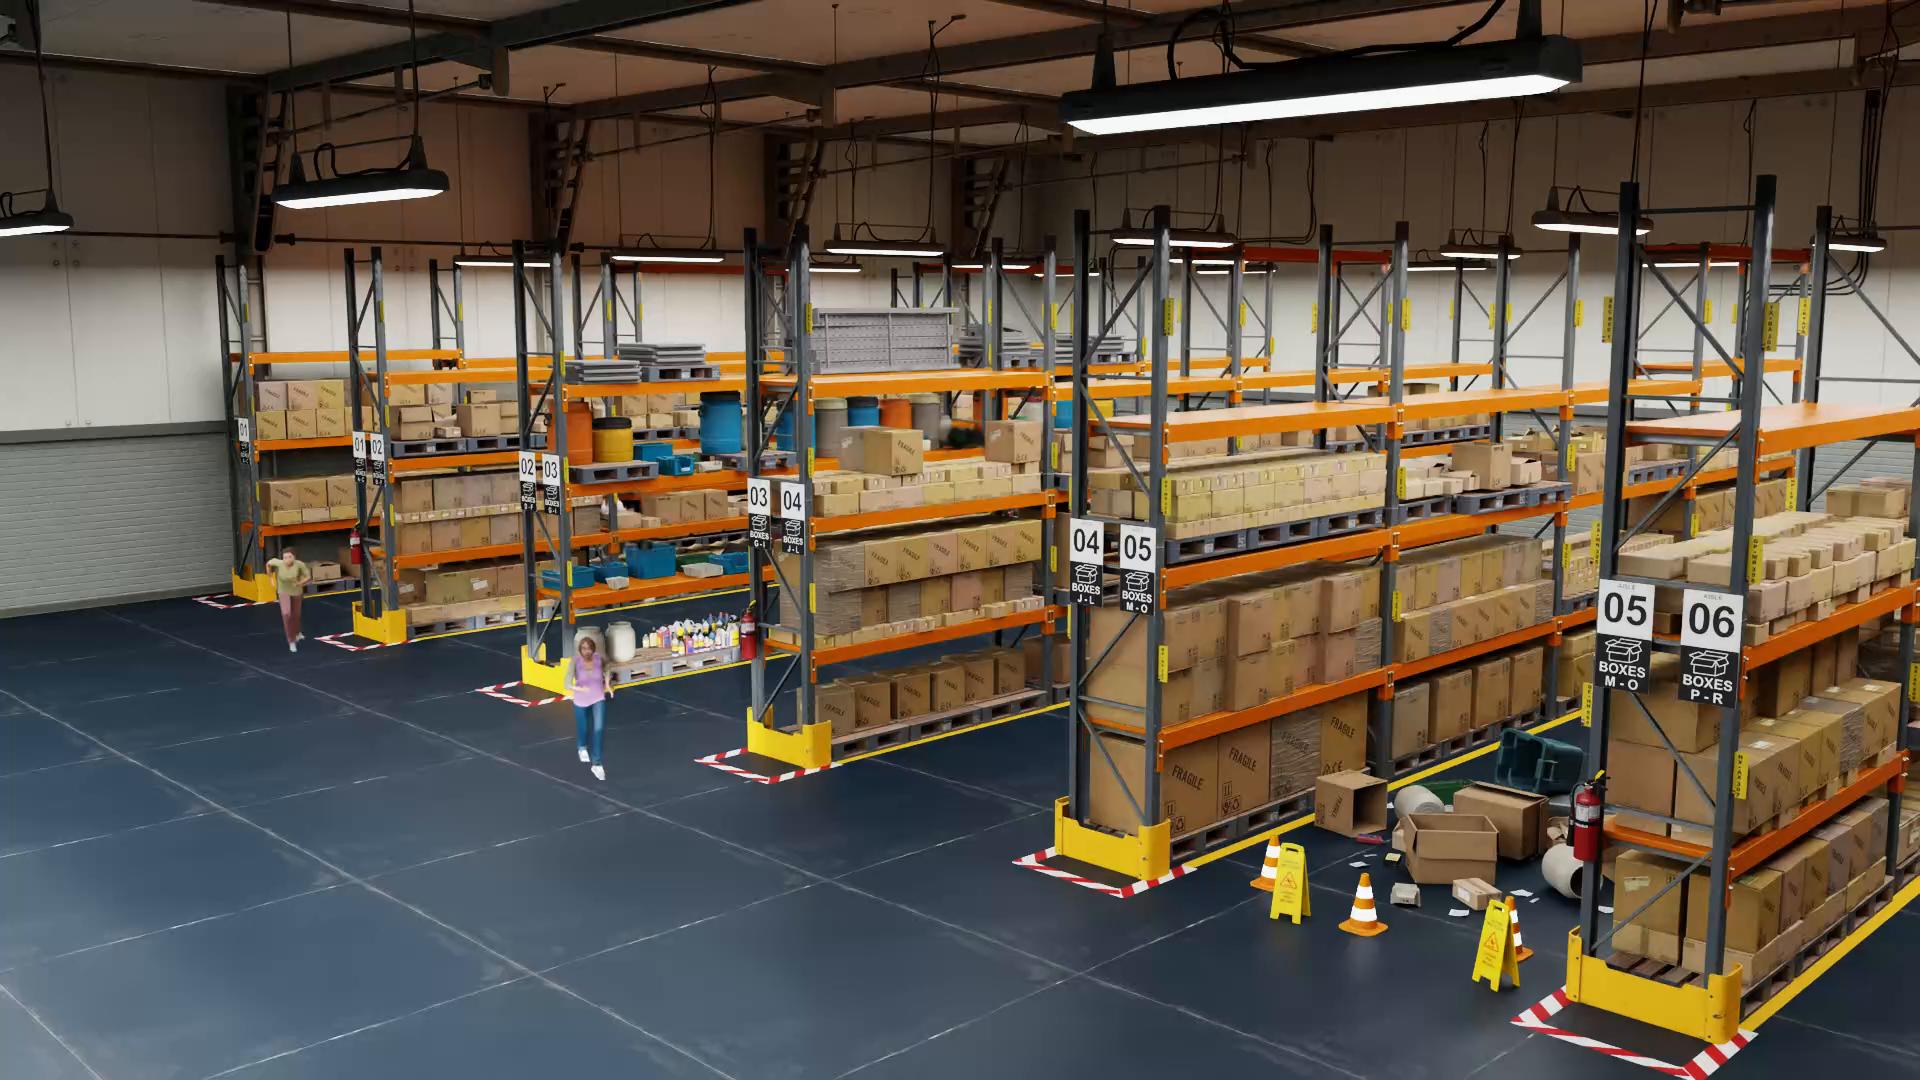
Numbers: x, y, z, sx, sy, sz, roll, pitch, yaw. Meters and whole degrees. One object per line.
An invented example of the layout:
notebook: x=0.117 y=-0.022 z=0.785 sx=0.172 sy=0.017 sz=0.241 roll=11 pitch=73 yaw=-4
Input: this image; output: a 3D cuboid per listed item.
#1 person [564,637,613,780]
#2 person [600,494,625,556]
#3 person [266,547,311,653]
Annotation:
person: x=-4.101 y=1.801 z=18.361 sx=0.540 sy=1.566 sz=0.904 roll=-3 pitch=8 yaw=-17
person: x=-6.545 y=-0.163 z=31.443 sx=0.660 sy=1.760 sz=0.972 roll=5 pitch=9 yaw=29
person: x=-10.098 y=0.863 z=25.096 sx=0.621 sy=1.622 sz=0.944 roll=-3 pitch=9 yaw=-18
